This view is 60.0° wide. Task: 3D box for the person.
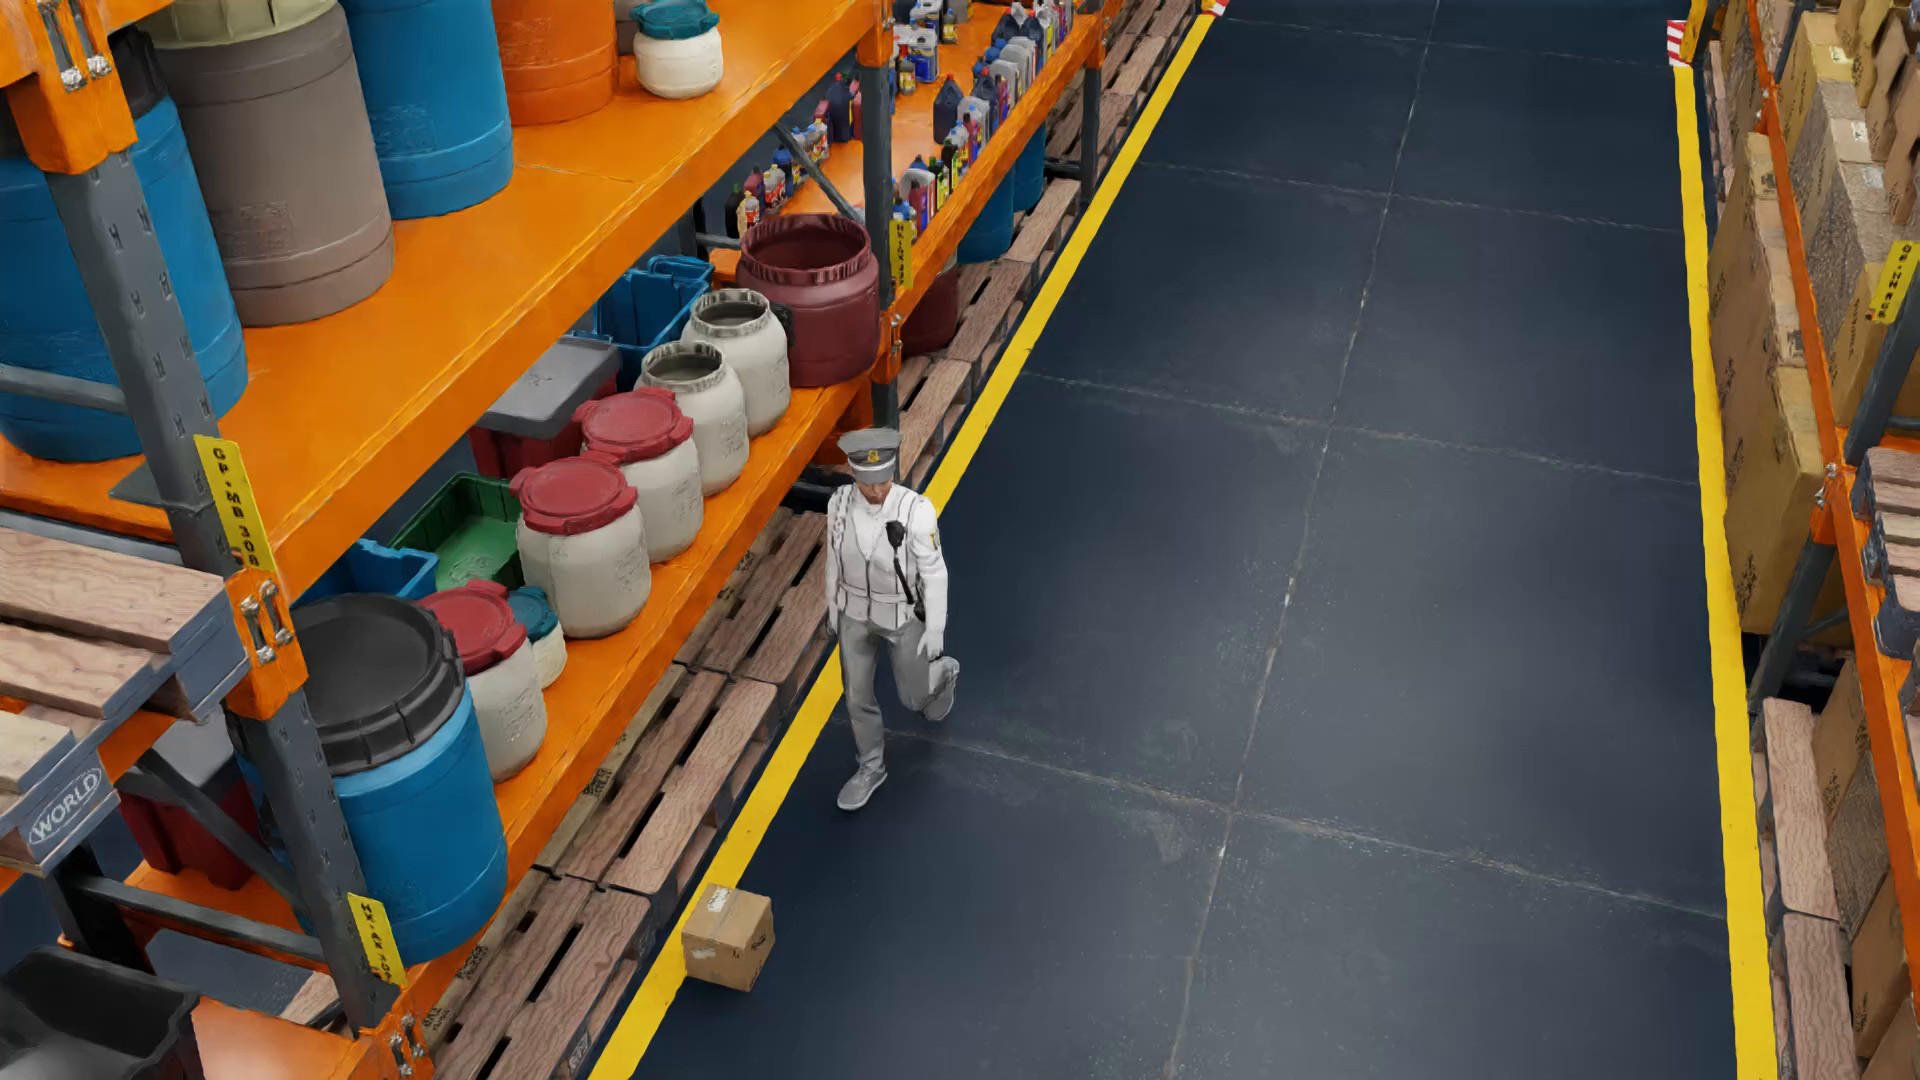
[{"bbox_3d":[-0.280,0.264,6.522,0.523,1.651,0.745,13,39,16],"label":"person"}]
